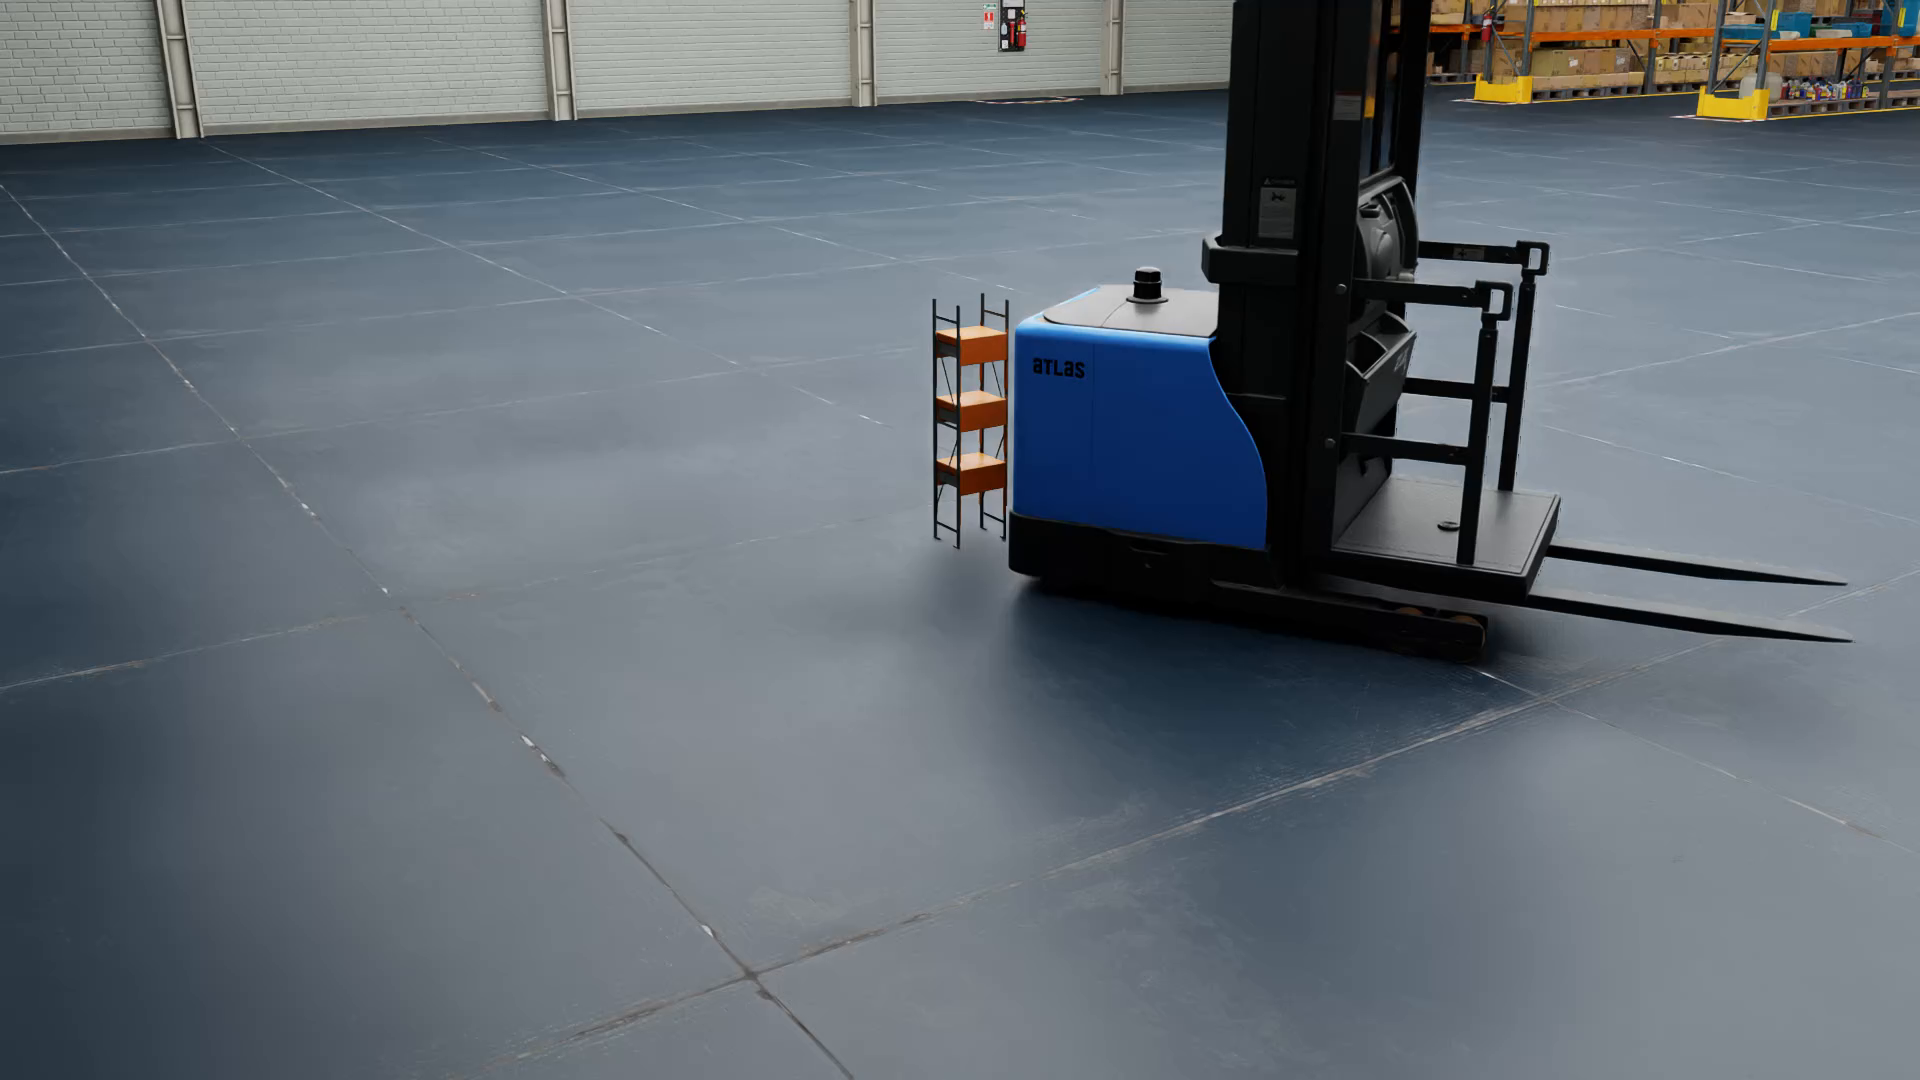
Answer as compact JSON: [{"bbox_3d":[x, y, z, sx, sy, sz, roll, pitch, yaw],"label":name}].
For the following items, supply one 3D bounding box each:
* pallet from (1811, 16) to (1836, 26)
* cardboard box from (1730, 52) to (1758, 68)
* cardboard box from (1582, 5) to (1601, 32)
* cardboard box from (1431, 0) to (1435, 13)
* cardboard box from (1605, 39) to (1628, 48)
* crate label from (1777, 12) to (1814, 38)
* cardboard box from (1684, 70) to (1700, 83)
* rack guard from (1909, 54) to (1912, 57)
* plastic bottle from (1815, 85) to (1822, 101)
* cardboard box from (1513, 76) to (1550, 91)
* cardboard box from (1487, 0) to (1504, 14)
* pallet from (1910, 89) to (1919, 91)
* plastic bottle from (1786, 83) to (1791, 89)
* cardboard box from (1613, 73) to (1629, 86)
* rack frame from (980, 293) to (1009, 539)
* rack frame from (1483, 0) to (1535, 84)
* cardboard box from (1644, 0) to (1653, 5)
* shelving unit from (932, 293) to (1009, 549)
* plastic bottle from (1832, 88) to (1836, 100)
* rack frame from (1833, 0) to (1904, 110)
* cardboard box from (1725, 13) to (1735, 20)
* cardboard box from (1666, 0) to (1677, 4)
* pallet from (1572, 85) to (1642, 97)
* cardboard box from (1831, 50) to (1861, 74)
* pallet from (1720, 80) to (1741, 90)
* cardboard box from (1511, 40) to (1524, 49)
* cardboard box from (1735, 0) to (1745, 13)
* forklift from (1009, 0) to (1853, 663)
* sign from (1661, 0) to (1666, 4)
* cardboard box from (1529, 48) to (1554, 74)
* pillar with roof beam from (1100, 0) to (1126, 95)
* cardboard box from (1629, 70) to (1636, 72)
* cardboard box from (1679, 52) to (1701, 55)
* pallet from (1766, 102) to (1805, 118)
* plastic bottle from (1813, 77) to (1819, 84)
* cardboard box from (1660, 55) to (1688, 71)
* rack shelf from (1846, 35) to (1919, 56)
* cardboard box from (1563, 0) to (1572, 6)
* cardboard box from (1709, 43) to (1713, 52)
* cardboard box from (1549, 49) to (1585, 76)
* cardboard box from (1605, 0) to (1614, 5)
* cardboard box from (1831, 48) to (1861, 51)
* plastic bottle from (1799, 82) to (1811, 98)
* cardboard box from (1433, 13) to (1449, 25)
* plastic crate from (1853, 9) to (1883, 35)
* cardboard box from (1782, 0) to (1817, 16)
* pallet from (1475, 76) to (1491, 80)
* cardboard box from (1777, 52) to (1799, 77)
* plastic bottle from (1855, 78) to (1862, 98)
[{"bbox_3d":[19.109,-11.826,37.842,1.213,0.211,1.003,-12,22,-31],"label":"pallet"},{"bbox_3d":[17.186,-10.577,36.610,0.500,0.311,0.500,-11,22,-30],"label":"cardboard box"},{"bbox_3d":[12.495,-10.564,33.652,0.500,0.500,0.700,-11,22,-30],"label":"cardboard box"},{"bbox_3d":[10.354,-12.145,37.519,0.500,0.500,0.500,-13,22,-33],"label":"cardboard box"},{"bbox_3d":[16.182,-12.325,41.719,0.750,0.750,0.750,-12,22,-32],"label":"cardboard box"},{"bbox_3d":[14.916,-9.252,29.872,0.616,0.435,0.502,-12,22,-31],"label":"crate label"},{"bbox_3d":[15.479,-9.951,35.635,0.500,0.250,0.500,-13,22,-33],"label":"cardboard box"},{"bbox_3d":[24.106,-11.785,41.323,0.348,0.500,1.175,-12,22,-31],"label":"rack guard"},{"bbox_3d":[15.412,-8.031,29.871,0.133,0.283,0.061,-11,22,-31],"label":"plastic bottle"},{"bbox_3d":[11.376,-9.095,33.102,0.500,0.250,0.500,-12,22,-31],"label":"cardboard box"},{"bbox_3d":[12.334,-12.626,39.065,0.500,0.500,0.700,-9,21,-26],"label":"cardboard box"},{"bbox_3d":[19.540,-8.801,32.947,1.213,0.211,1.003,-12,22,-31],"label":"pallet"},{"bbox_3d":[15.162,-8.259,30.556,0.135,0.276,0.152,-13,22,-33],"label":"plastic bottle"},{"bbox_3d":[13.457,-9.539,34.416,0.500,0.250,0.500,-12,22,-31],"label":"cardboard box"},{"bbox_3d":[0.147,-0.528,7.168,0.008,1.050,0.200,-12,22,-31],"label":"rack frame"},{"bbox_3d":[10.806,-10.164,32.626,0.127,3.000,1.000,-12,22,-31],"label":"rack frame"},{"bbox_3d":[14.038,-11.118,34.279,0.250,0.149,0.380,-12,22,-31],"label":"cardboard box"},{"bbox_3d":[0.045,-0.507,7.105,0.252,1.050,0.215,-12,22,-31],"label":"shelving unit"},{"bbox_3d":[15.837,-8.089,30.170,0.097,0.201,0.097,0,19,0],"label":"plastic bottle"},{"bbox_3d":[16.868,-9.543,30.789,0.127,3.000,1.000,-12,22,-31],"label":"rack frame"},{"bbox_3d":[16.634,-11.425,36.496,0.500,0.311,0.500,-12,22,-32],"label":"cardboard box"},{"bbox_3d":[17.854,-13.651,42.289,0.500,0.500,0.500,-12,22,-32],"label":"cardboard box"},{"bbox_3d":[13.460,-9.419,34.775,1.213,0.211,1.003,-12,22,-31],"label":"pallet"},{"bbox_3d":[20.574,-11.138,38.724,0.500,0.500,0.500,-12,22,-32],"label":"cardboard box"},{"bbox_3d":[16.779,-10.118,36.843,1.213,0.211,1.003,-12,22,-31],"label":"pallet"},{"bbox_3d":[13.250,-11.961,39.986,0.500,0.250,0.500,-12,22,-32],"label":"cardboard box"},{"bbox_3d":[20.420,-14.225,44.170,0.700,0.700,0.980,-12,22,-32],"label":"cardboard box"},{"bbox_3d":[1.755,-1.143,6.051,3.031,2.935,1.130,9,20,24],"label":"forklift"},{"bbox_3d":[14.453,-11.168,34.120,0.005,0.325,0.100,-12,22,-31],"label":"sign"},{"bbox_3d":[11.918,-9.770,33.926,0.500,0.500,0.500,-12,22,-31],"label":"cardboard box"},{"bbox_3d":[5.544,-12.477,30.099,0.400,9.000,9.100,-12,22,-31],"label":"pillar with roof beam"},{"bbox_3d":[14.334,-9.916,35.529,0.500,0.250,0.500,-12,22,-32],"label":"cardboard box"},{"bbox_3d":[16.027,-10.538,36.493,0.500,0.311,0.500,-13,22,-33],"label":"cardboard box"},{"bbox_3d":[14.246,-7.685,29.647,1.213,0.211,1.003,-12,22,-31],"label":"pallet"},{"bbox_3d":[15.966,-8.465,31.051,0.185,0.351,0.144,-11,22,-30],"label":"plastic bottle"},{"bbox_3d":[15.050,-10.124,35.268,0.500,0.311,0.500,-12,22,-32],"label":"cardboard box"},{"bbox_3d":[18.538,-9.555,31.946,4.000,0.370,1.077,-12,22,-31],"label":"rack shelf"},{"bbox_3d":[11.892,-10.665,32.938,0.250,0.149,0.380,-12,22,-32],"label":"cardboard box"},{"bbox_3d":[19.633,-12.899,43.962,0.500,0.500,0.700,-11,22,-30],"label":"cardboard box"},{"bbox_3d":[12.203,-9.631,33.515,0.500,0.500,0.500,-12,22,-31],"label":"cardboard box"},{"bbox_3d":[12.976,-10.895,33.619,0.250,0.149,0.380,-11,22,-30],"label":"cardboard box"},{"bbox_3d":[21.148,-11.478,39.729,0.500,0.500,0.500,-12,22,-31],"label":"cardboard box"},{"bbox_3d":[15.555,-8.287,30.639,0.135,0.276,0.152,-12,22,-31],"label":"plastic bottle"},{"bbox_3d":[10.770,-11.881,37.909,0.500,0.250,0.500,-12,22,-31],"label":"cardboard box"},{"bbox_3d":[17.104,-9.741,31.273,0.583,0.464,0.402,-12,22,-31],"label":"plastic crate"},{"bbox_3d":[18.820,-12.071,37.454,0.500,0.500,0.700,-8,20,-21],"label":"cardboard box"},{"bbox_3d":[13.089,-11.226,40.120,1.213,0.211,1.003,-12,22,-31],"label":"pallet"},{"bbox_3d":[18.459,-10.695,37.412,0.500,0.500,0.500,-13,23,-33],"label":"cardboard box"},{"bbox_3d":[16.489,-8.306,30.579,0.185,0.351,0.144,-13,22,-33],"label":"plastic bottle"}]
